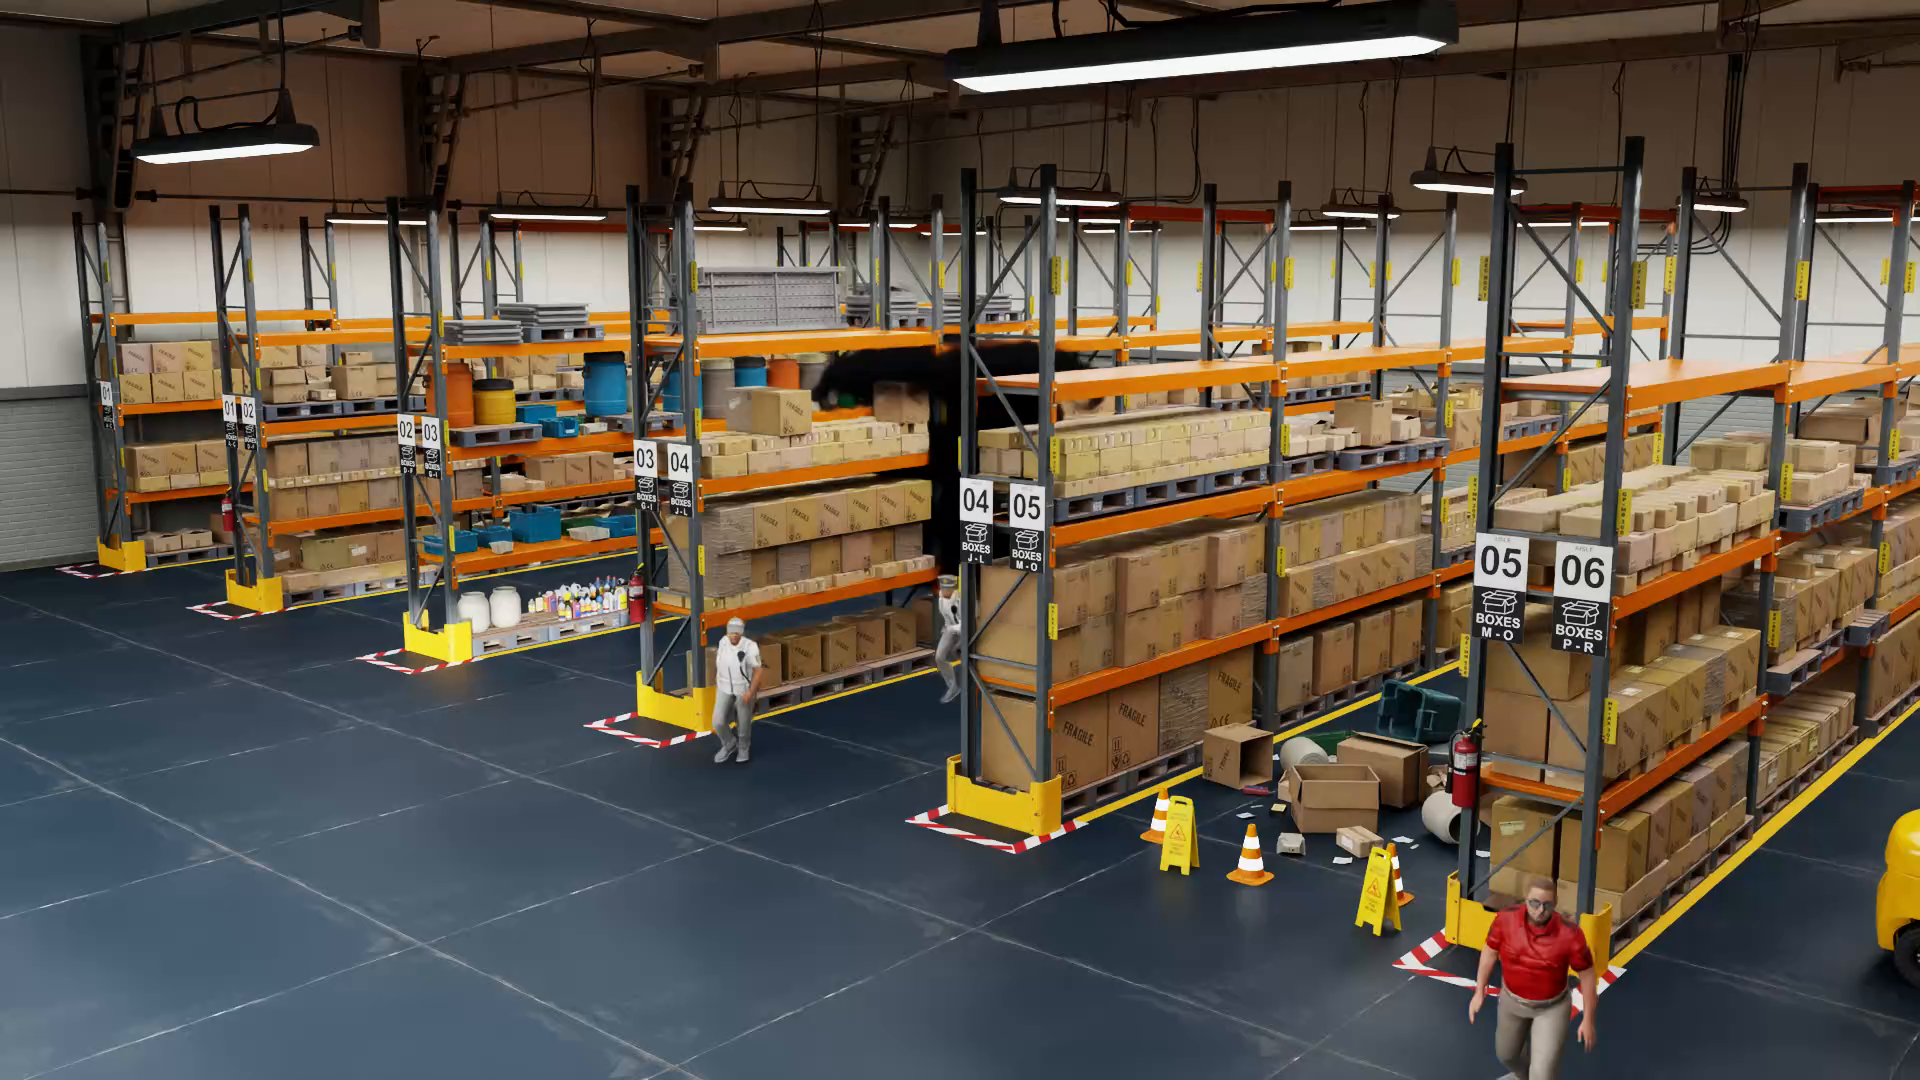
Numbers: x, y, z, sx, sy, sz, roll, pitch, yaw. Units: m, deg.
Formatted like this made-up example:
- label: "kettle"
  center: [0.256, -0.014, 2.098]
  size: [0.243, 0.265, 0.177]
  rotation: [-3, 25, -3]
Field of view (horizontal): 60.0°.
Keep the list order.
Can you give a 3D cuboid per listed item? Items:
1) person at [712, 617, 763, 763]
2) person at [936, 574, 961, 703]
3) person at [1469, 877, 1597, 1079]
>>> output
- label: "person"
  center: [-2.270, 1.549, 17.111]
  size: [0.565, 1.607, 0.740]
  rotation: [2, 10, 10]
- label: "person"
  center: [0.026, 1.077, 19.064]
  size: [0.623, 1.491, 1.047]
  rotation: [6, 11, 33]
- label: "person"
  center: [3.464, 2.734, 9.906]
  size: [0.719, 1.652, 0.867]
  rotation: [6, 11, 33]
